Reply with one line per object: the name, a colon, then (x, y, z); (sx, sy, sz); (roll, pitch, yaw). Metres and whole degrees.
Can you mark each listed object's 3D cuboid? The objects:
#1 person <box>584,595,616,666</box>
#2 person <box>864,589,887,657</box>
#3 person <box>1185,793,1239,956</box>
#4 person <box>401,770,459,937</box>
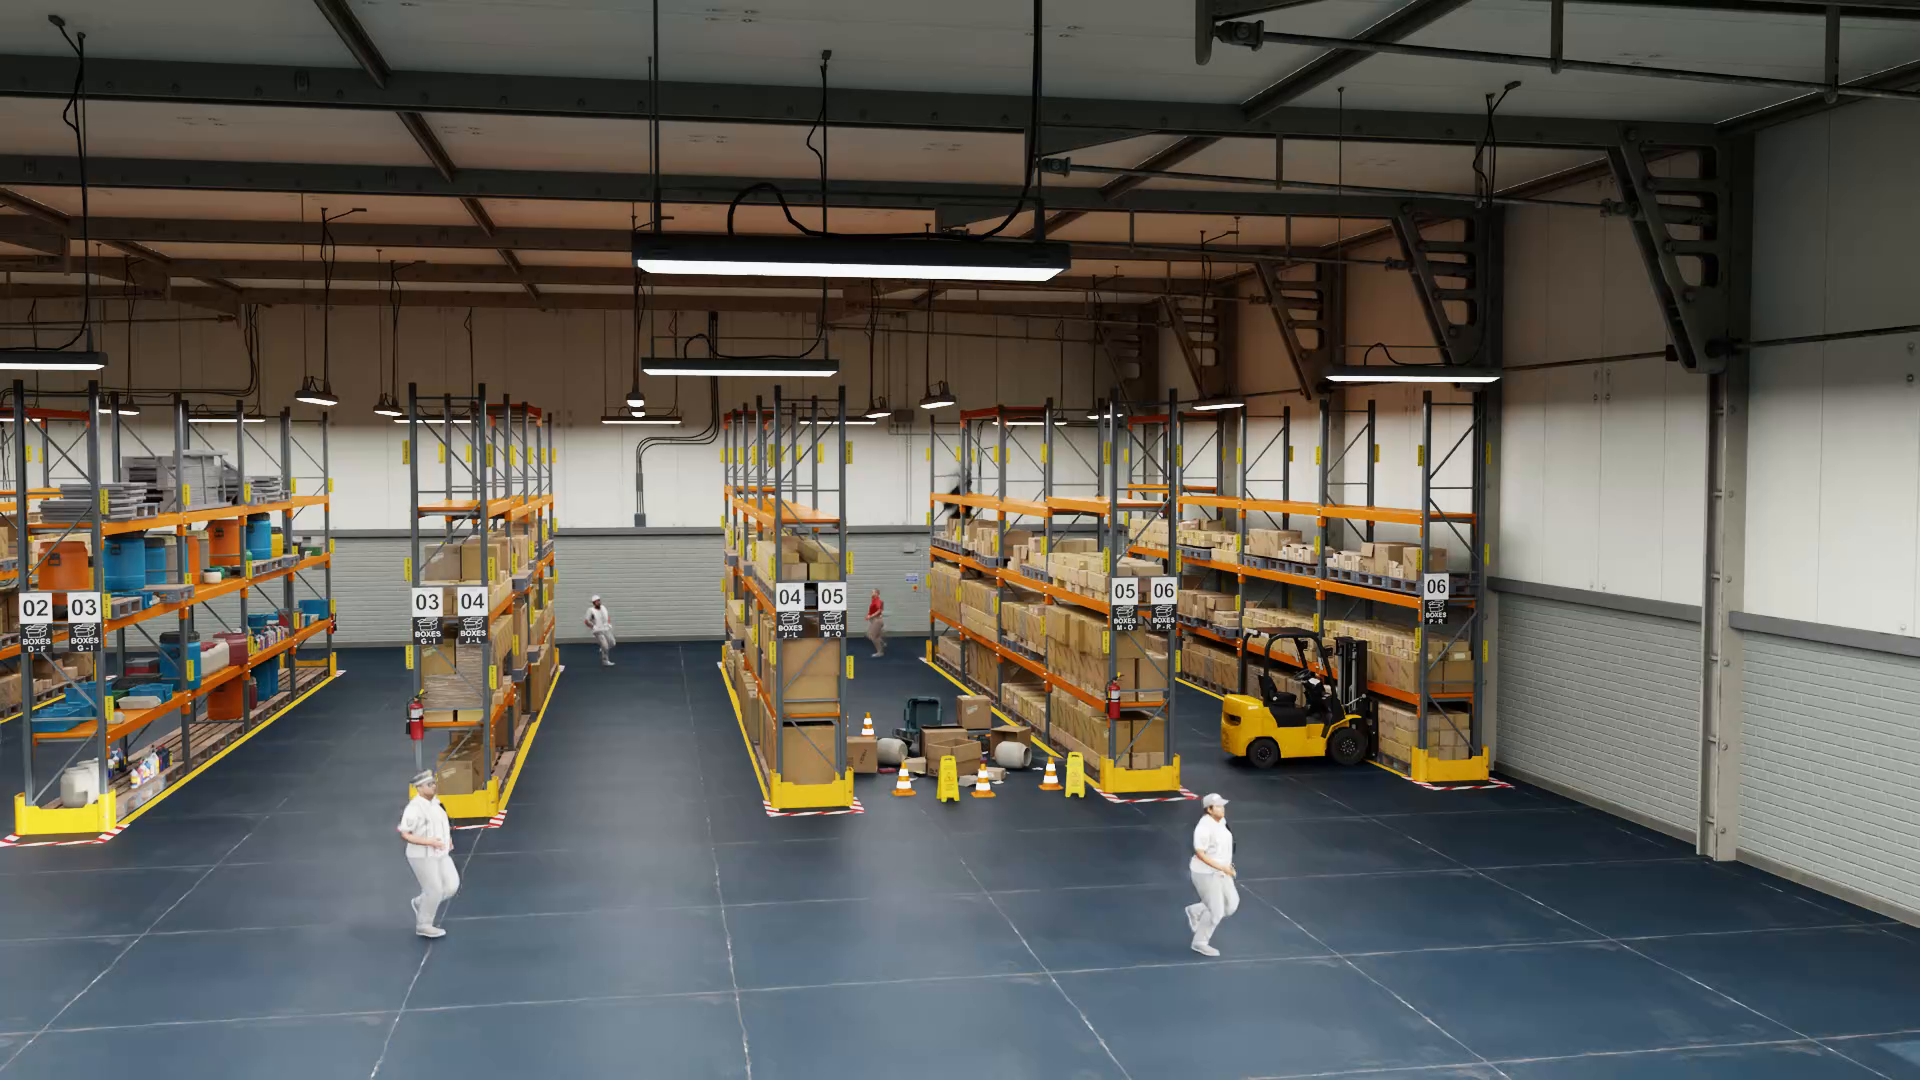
person: (-8.560, 2.162, 39.449); (0.555, 1.710, 0.737); (2, 4, 37)
person: (-2.116, 2.094, 41.471); (0.572, 1.624, 0.675); (0, 3, -10)
person: (2.544, 3.356, 16.737); (0.599, 1.617, 0.620); (2, 3, 33)
person: (-5.509, 3.251, 17.309); (0.618, 1.733, 0.658); (1, 3, 16)
